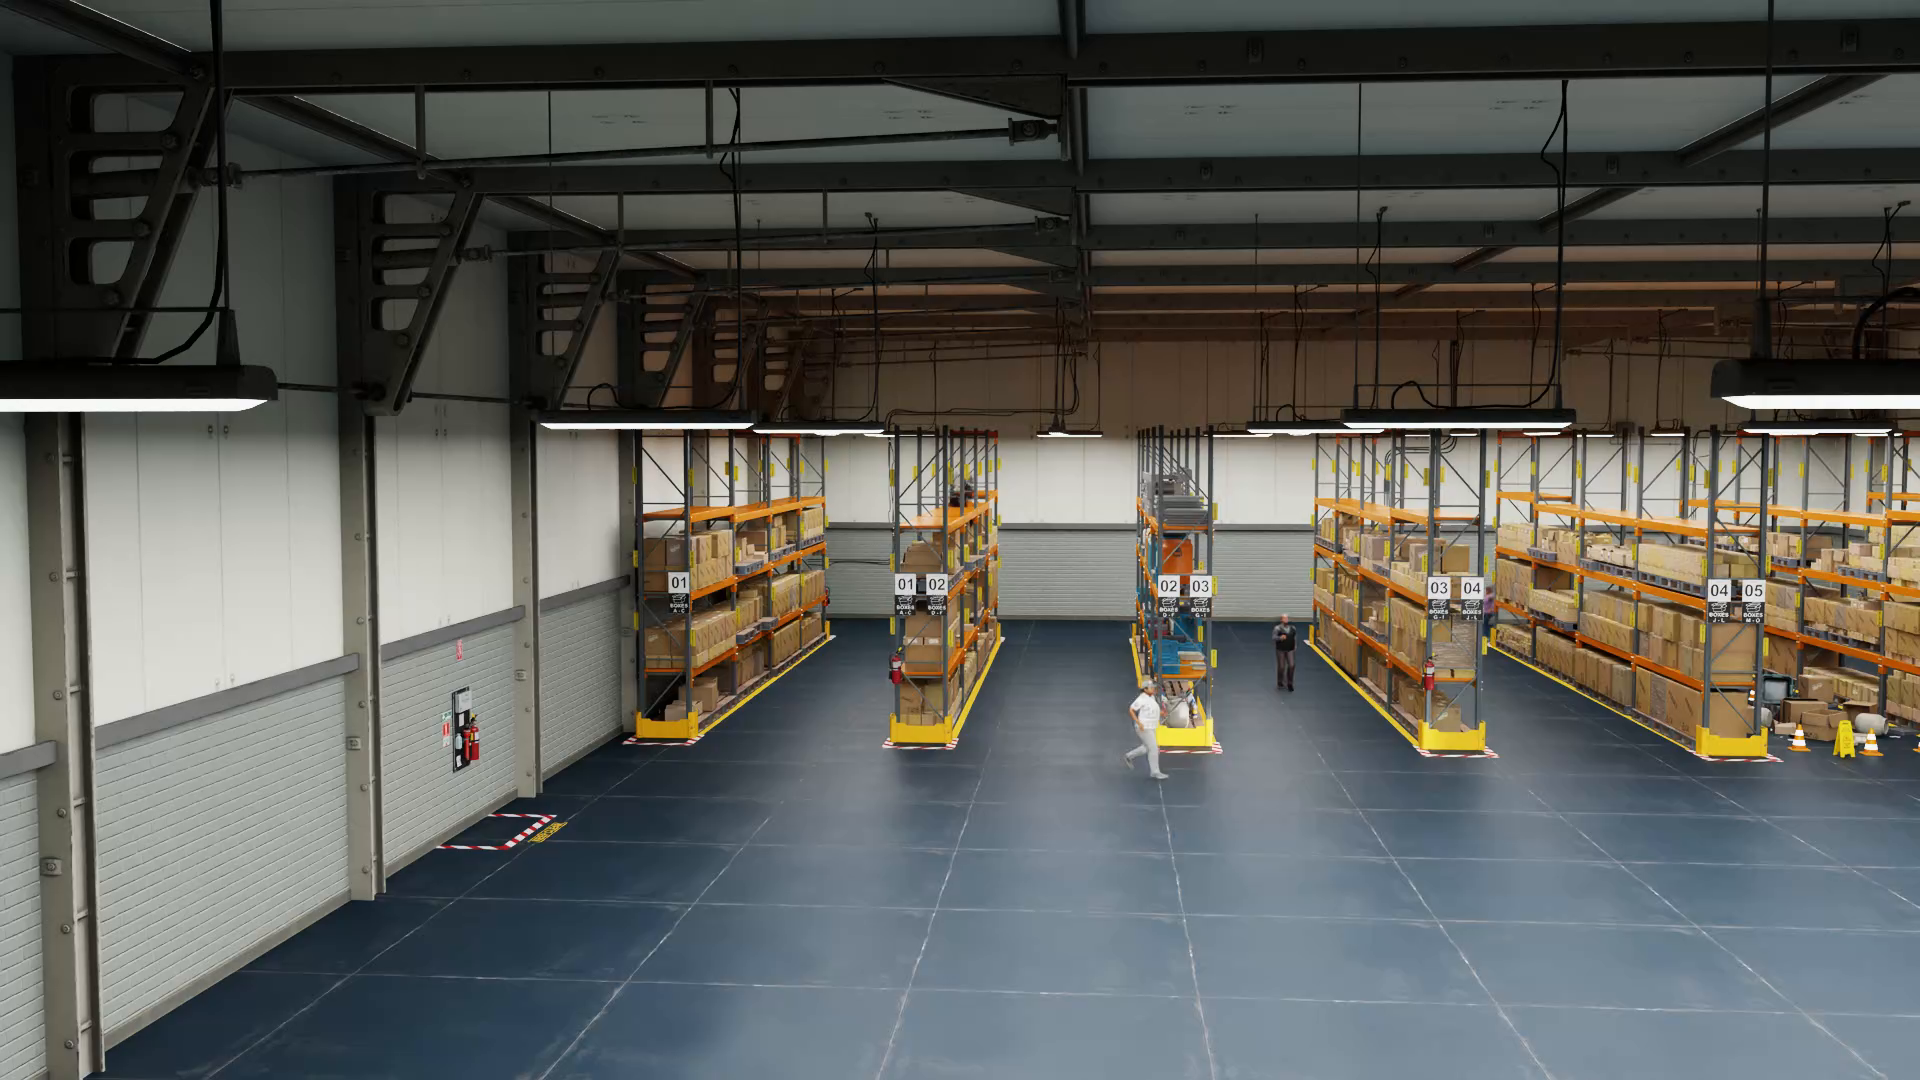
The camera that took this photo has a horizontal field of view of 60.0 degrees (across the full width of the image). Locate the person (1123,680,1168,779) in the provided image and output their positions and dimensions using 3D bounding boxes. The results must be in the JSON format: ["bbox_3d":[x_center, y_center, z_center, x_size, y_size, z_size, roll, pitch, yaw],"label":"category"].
[{"bbox_3d":[3.134,3.191,28.208,0.855,1.644,0.610,2,4,29],"label":"person"}]

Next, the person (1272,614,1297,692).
[{"bbox_3d":[7.450,2.575,38.079,0.639,1.774,0.734,0,3,-1],"label":"person"}]

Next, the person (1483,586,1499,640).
[{"bbox_3d":[14.973,2.099,47.150,0.718,1.581,0.564,-1,4,-14],"label":"person"}]
